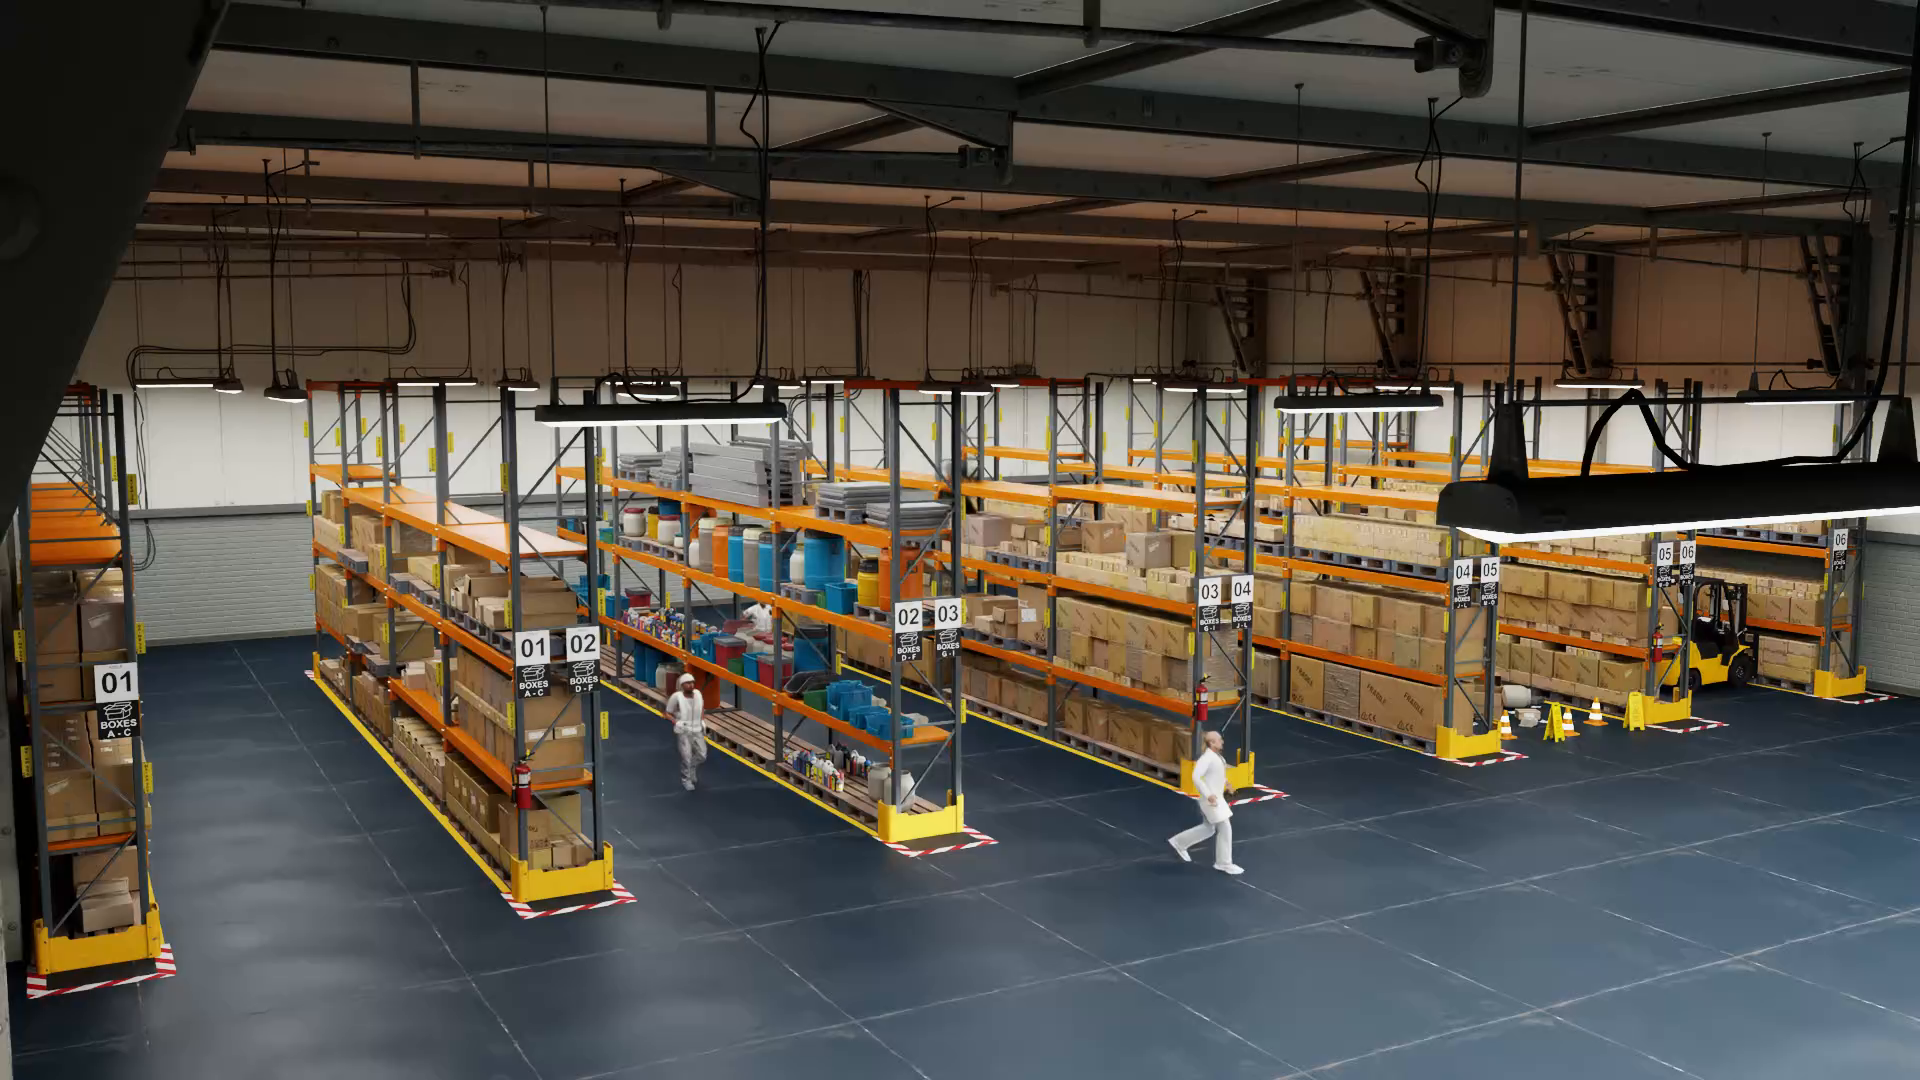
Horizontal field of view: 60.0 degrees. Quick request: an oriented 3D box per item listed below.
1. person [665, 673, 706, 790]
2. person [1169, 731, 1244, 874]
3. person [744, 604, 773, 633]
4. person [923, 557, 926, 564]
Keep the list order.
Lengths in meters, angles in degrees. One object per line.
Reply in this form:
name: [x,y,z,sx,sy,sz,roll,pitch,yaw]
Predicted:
person: [-4.029,2.841,24.652,0.683,1.741,0.585,-4,7,-35]
person: [3.082,3.259,20.760,0.946,1.782,0.722,1,6,10]
person: [-3.949,1.885,33.150,0.624,1.754,0.969,-4,8,-36]
person: [-1.124,1.201,40.988,0.791,1.563,0.499,2,6,16]
